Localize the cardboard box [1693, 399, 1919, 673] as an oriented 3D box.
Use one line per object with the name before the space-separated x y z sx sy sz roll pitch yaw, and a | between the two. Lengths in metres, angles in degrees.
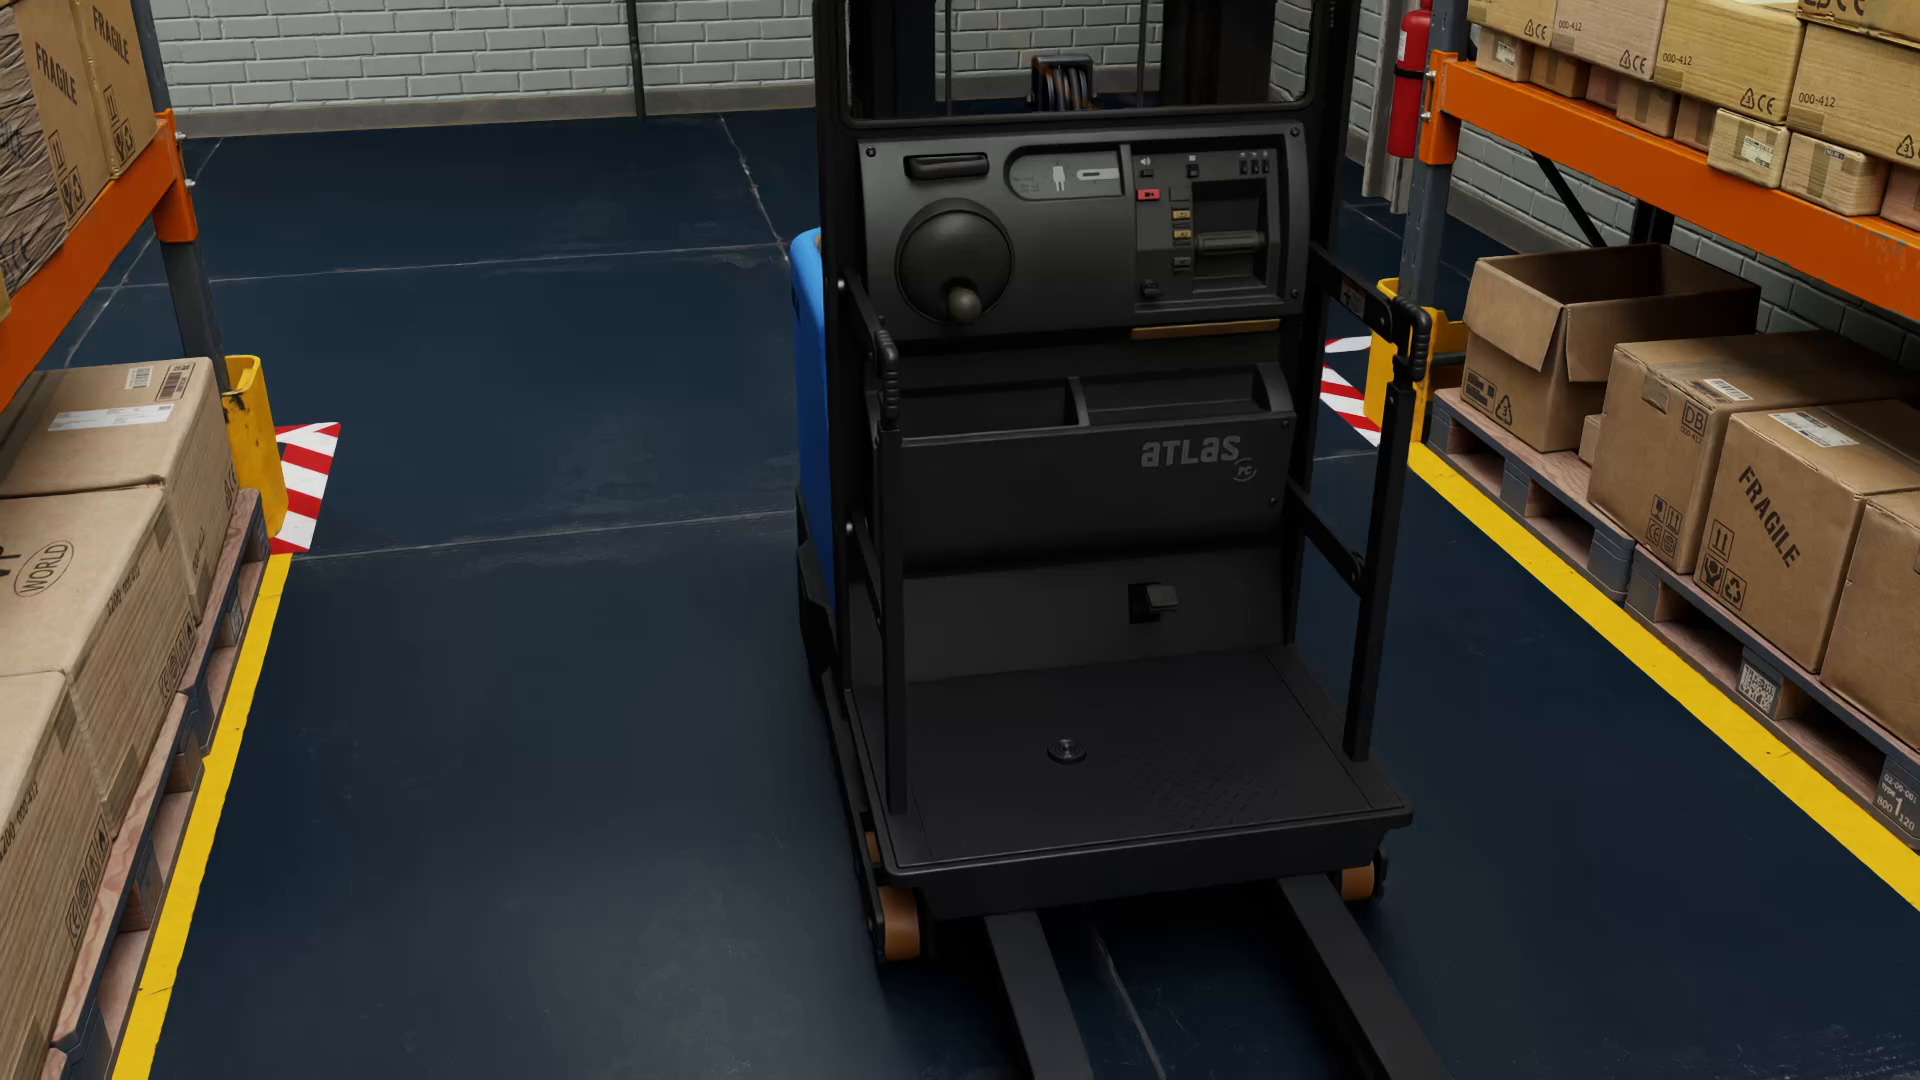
cardboard box | 2.299 -0.022 4.272 0.500 0.500 0.500 -5 27 -11

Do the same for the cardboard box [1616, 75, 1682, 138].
cardboard box | 2.077 -1.229 4.636 0.380 0.149 0.250 -5 27 -10

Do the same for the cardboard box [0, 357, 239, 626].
cardboard box | -2.511 -0.108 4.513 0.875 0.438 0.875 -7 28 -13

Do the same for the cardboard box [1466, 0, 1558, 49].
cardboard box | 1.917 -1.689 5.104 0.500 0.250 0.500 -6 27 -11

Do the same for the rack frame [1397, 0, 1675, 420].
rack frame | 2.077 -1.850 5.586 1.000 3.000 0.127 -6 27 -12

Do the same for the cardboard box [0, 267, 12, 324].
cardboard box | -2.038 -0.532 2.864 0.500 0.500 0.500 -5 27 -10

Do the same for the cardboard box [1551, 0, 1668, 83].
cardboard box | 2.031 -1.468 4.665 0.500 0.250 0.500 -6 27 -11

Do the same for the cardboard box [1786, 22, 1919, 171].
cardboard box | 2.285 -1.023 3.785 0.500 0.250 0.500 -7 28 -13

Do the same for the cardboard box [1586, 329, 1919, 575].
cardboard box | 2.278 -0.264 4.752 0.700 0.500 0.500 -5 27 -9

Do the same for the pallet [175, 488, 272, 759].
pallet | -2.501 0.244 4.533 1.003 0.211 1.213 -6 27 -12

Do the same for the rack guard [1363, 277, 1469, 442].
rack guard | 2.095 -0.700 6.083 1.175 0.500 0.348 -6 27 -12

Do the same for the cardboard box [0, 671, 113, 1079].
cardboard box | -2.095 0.689 2.934 0.875 0.438 0.875 -7 28 -13

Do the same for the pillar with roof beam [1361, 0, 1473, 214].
pillar with roof beam | -1.846 -5.366 5.894 9.100 9.000 0.400 -6 27 -12

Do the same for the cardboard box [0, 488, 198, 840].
cardboard box | -2.297 0.293 3.718 0.875 0.438 0.875 -5 27 -10

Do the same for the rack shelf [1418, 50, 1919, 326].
rack shelf | 2.528 -0.651 4.008 1.077 0.370 4.000 -6 27 -12

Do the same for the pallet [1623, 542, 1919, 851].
pallet | 2.547 0.313 4.396 1.003 0.211 1.213 -6 27 -12

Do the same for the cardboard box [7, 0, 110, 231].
cardboard box | -2.293 -0.982 3.756 0.500 0.500 0.500 -7 28 -13

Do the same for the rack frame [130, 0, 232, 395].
rack frame | -2.758 -1.344 4.584 1.000 3.000 0.127 -6 27 -12

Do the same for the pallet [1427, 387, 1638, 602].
pallet | 2.275 -0.221 5.455 1.003 0.211 1.213 -6 27 -12

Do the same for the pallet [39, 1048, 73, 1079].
pallet | -1.951 1.315 2.410 1.003 0.211 1.213 -6 27 -12

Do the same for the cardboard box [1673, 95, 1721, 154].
cardboard box | 2.142 -1.113 4.406 0.380 0.149 0.250 -6 27 -11

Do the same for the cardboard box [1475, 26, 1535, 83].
cardboard box | 1.884 -1.565 5.301 0.380 0.149 0.250 -6 27 -12

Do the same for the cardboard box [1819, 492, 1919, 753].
cardboard box | 2.512 0.192 3.849 0.700 0.500 0.500 -7 28 -14

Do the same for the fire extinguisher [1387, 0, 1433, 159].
fire extinguisher | 1.594 -1.666 5.722 0.296 0.674 0.183 -6 27 -12

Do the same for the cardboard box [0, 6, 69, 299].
cardboard box | -2.167 -0.757 3.310 0.500 0.500 0.500 -5 27 -10

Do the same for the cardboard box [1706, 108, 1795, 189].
cardboard box | 2.126 -0.995 4.171 0.380 0.149 0.250 -7 28 -13

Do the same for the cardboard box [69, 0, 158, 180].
cardboard box | -2.391 -1.204 4.195 0.500 0.500 0.500 -6 27 -11

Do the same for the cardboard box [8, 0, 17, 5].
cardboard box | -2.271 -1.421 3.516 0.500 0.500 0.500 -6 27 -11

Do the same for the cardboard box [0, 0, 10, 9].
cardboard box | -2.162 -1.204 3.085 0.500 0.500 0.500 -6 27 -12

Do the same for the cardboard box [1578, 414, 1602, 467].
cardboard box | 2.181 -0.296 5.205 0.380 0.149 0.250 -7 28 -14

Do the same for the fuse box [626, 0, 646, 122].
fuse box | -1.972 -3.391 10.070 0.539 1.711 0.414 -6 27 -12

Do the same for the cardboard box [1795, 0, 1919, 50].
cardboard box | 2.256 -1.365 3.630 0.500 0.500 0.500 -5 27 -10

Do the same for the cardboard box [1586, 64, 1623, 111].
cardboard box | 2.080 -1.347 4.868 0.380 0.149 0.250 -6 27 -12

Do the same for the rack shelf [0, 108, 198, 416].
rack shelf | -2.307 -0.145 3.007 1.077 0.370 4.000 -6 27 -12

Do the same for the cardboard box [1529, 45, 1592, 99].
cardboard box | 1.987 -1.458 5.089 0.380 0.149 0.250 -5 27 -10

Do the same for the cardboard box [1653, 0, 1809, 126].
cardboard box | 2.149 -1.246 4.225 0.500 0.250 0.500 -6 27 -13

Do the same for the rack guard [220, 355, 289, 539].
rack guard | -2.763 -0.239 5.168 1.175 0.500 0.348 -6 27 -12

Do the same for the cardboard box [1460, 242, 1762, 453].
cardboard box | 2.123 -0.645 5.503 0.797 0.503 0.637 -7 28 -14

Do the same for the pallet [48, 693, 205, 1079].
pallet | -2.230 0.778 3.474 1.003 0.211 1.213 -6 27 -12

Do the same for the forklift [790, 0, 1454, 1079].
forklift | 0.305 -0.604 3.193 1.130 2.935 3.031 -5 27 -10

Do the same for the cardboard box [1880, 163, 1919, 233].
cardboard box | 2.331 -0.775 3.736 0.380 0.149 0.250 -6 27 -12

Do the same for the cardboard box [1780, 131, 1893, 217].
cardboard box | 2.205 -0.881 3.946 0.380 0.149 0.250 -5 27 -10
